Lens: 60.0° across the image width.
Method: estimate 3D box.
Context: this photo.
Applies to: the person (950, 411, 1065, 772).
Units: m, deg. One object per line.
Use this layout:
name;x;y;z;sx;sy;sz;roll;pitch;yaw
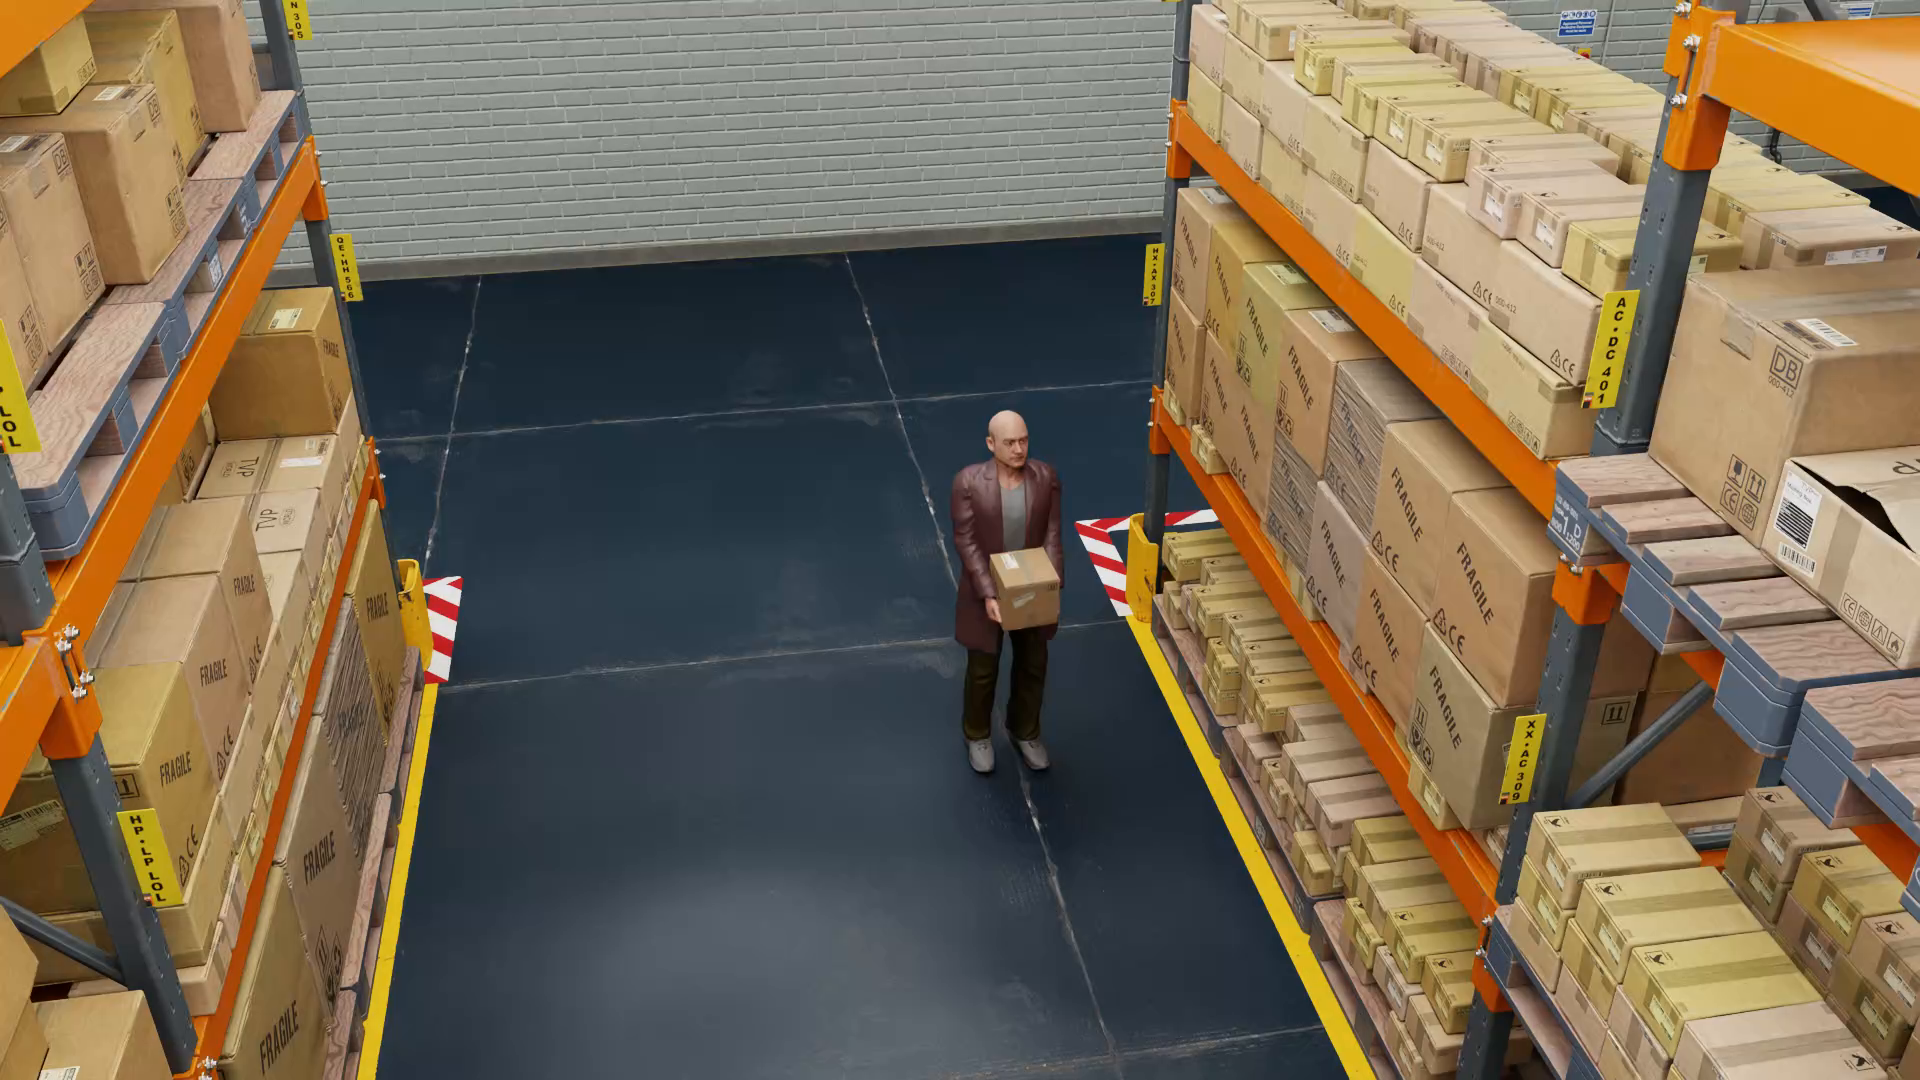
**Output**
person;0.244;0.286;7.669;0.530;1.771;0.553;-8;31;-13
